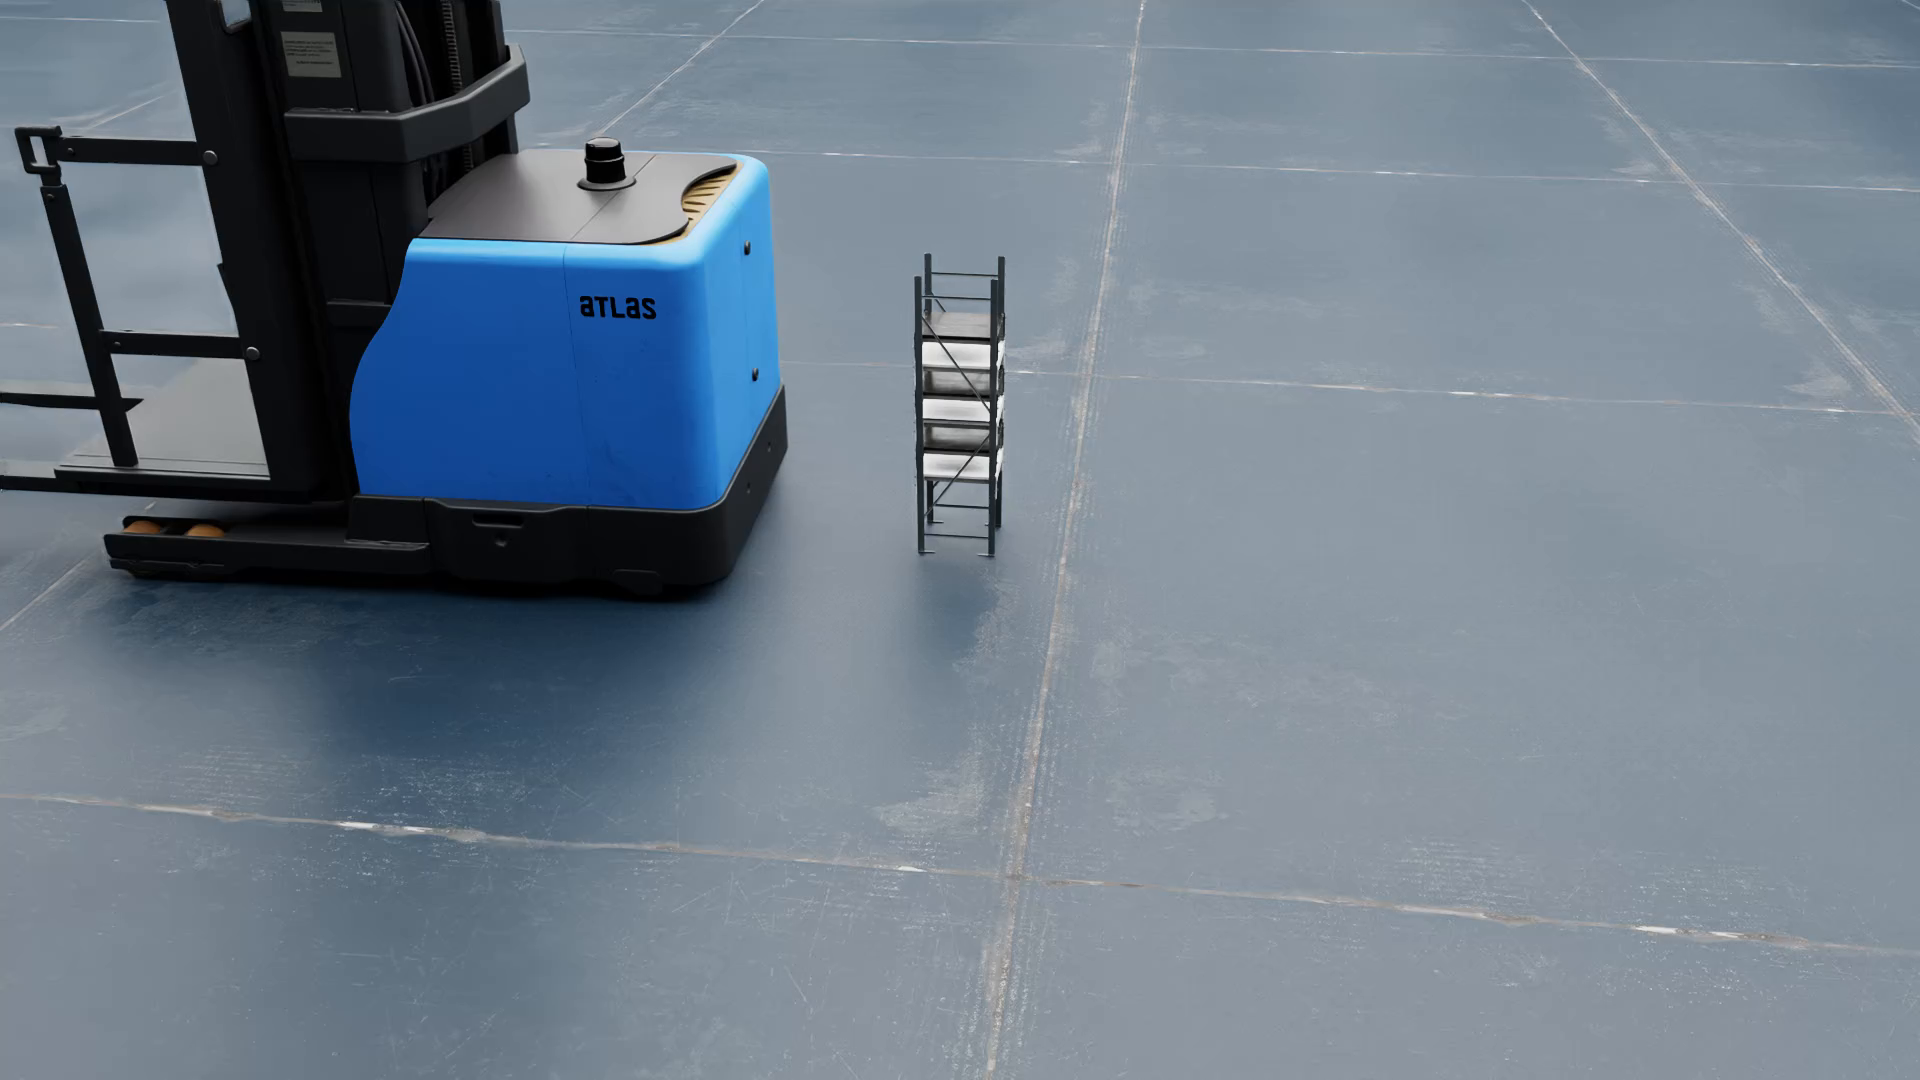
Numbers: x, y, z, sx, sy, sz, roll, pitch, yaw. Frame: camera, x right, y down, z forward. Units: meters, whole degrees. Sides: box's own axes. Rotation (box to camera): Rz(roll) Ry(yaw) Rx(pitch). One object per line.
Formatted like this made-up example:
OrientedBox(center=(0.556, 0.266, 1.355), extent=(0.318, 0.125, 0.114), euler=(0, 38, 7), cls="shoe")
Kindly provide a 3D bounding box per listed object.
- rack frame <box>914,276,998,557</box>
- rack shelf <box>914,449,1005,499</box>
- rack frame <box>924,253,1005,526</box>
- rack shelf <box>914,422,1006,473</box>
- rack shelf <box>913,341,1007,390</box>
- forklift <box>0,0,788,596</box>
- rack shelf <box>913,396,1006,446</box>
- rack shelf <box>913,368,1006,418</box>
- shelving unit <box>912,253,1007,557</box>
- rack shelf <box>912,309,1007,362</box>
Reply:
OrientedBox(center=(-0.011, -0.352, 4.955), extent=(0.240, 0.900, 0.006), euler=(3, 28, 6), cls="rack frame")
OrientedBox(center=(0.001, -0.212, 5.145), extent=(0.258, 0.077, 0.200), euler=(3, 28, 6), cls="rack shelf")
OrientedBox(center=(0.013, -0.448, 5.132), extent=(0.240, 0.900, 0.006), euler=(3, 28, 6), cls="rack frame")
OrientedBox(center=(0.001, -0.291, 5.102), extent=(0.258, 0.077, 0.200), euler=(3, 28, 6), cls="rack shelf")
OrientedBox(center=(0.001, -0.529, 4.974), extent=(0.258, 0.077, 0.200), euler=(3, 28, 6), cls="rack shelf")
OrientedBox(center=(-2.140, -1.414, 4.785), extent=(3.031, 2.935, 1.130), euler=(3, 28, 5), cls="forklift")
OrientedBox(center=(0.001, -0.371, 5.059), extent=(0.258, 0.077, 0.200), euler=(3, 28, 6), cls="rack shelf")
OrientedBox(center=(0.001, -0.450, 5.017), extent=(0.258, 0.077, 0.200), euler=(3, 28, 6), cls="rack shelf")
OrientedBox(center=(0.001, -0.400, 5.044), extent=(0.258, 0.900, 0.210), euler=(3, 28, 6), cls="shelving unit")
OrientedBox(center=(0.001, -0.608, 4.931), extent=(0.258, 0.077, 0.200), euler=(3, 28, 6), cls="rack shelf")
